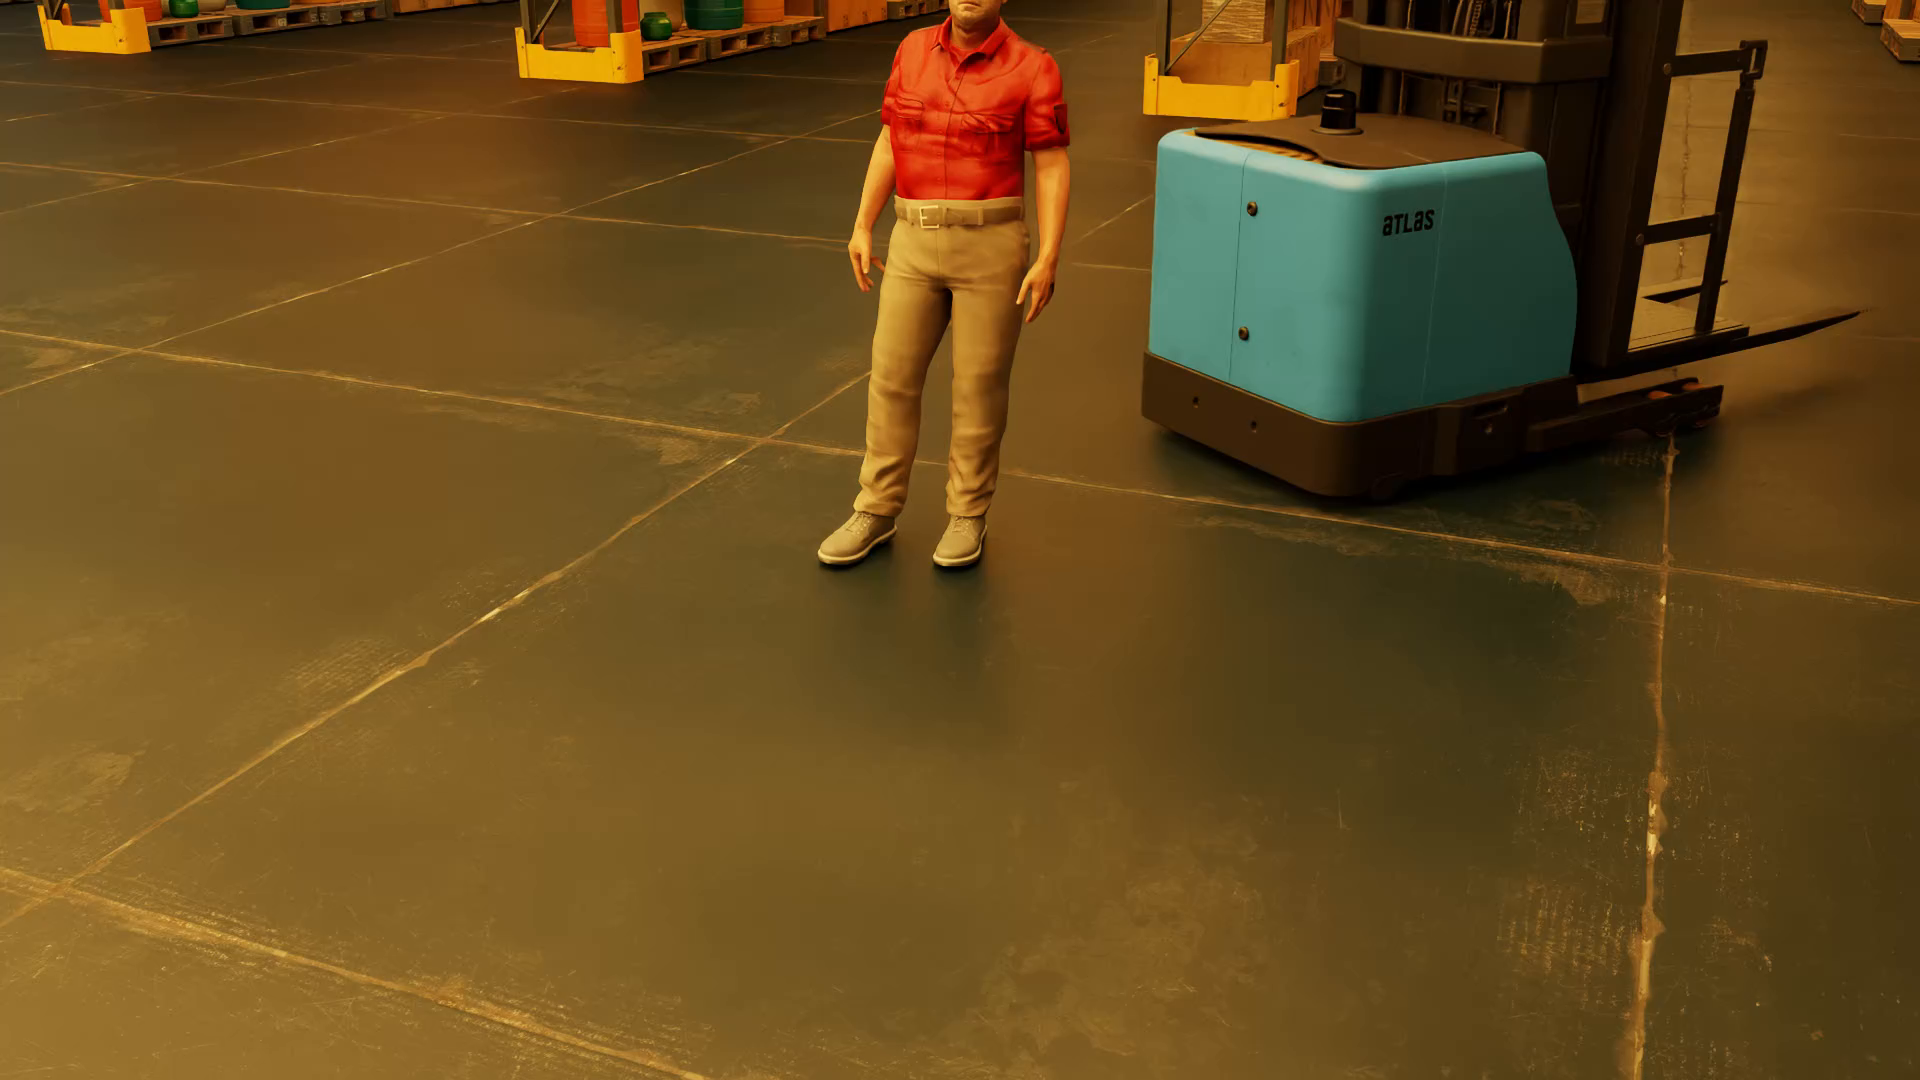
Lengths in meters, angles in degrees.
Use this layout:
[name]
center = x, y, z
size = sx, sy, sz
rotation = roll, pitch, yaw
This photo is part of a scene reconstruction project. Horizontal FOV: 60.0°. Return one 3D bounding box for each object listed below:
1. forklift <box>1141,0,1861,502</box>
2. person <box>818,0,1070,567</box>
[forklift]
center = 2.181, -1.882, 5.794
size = 3.031, 2.935, 1.130
rotation = -13, 26, -29
[person]
center = -0.045, -0.775, 4.684
size = 0.641, 1.728, 0.550
rotation = 9, 24, 21
